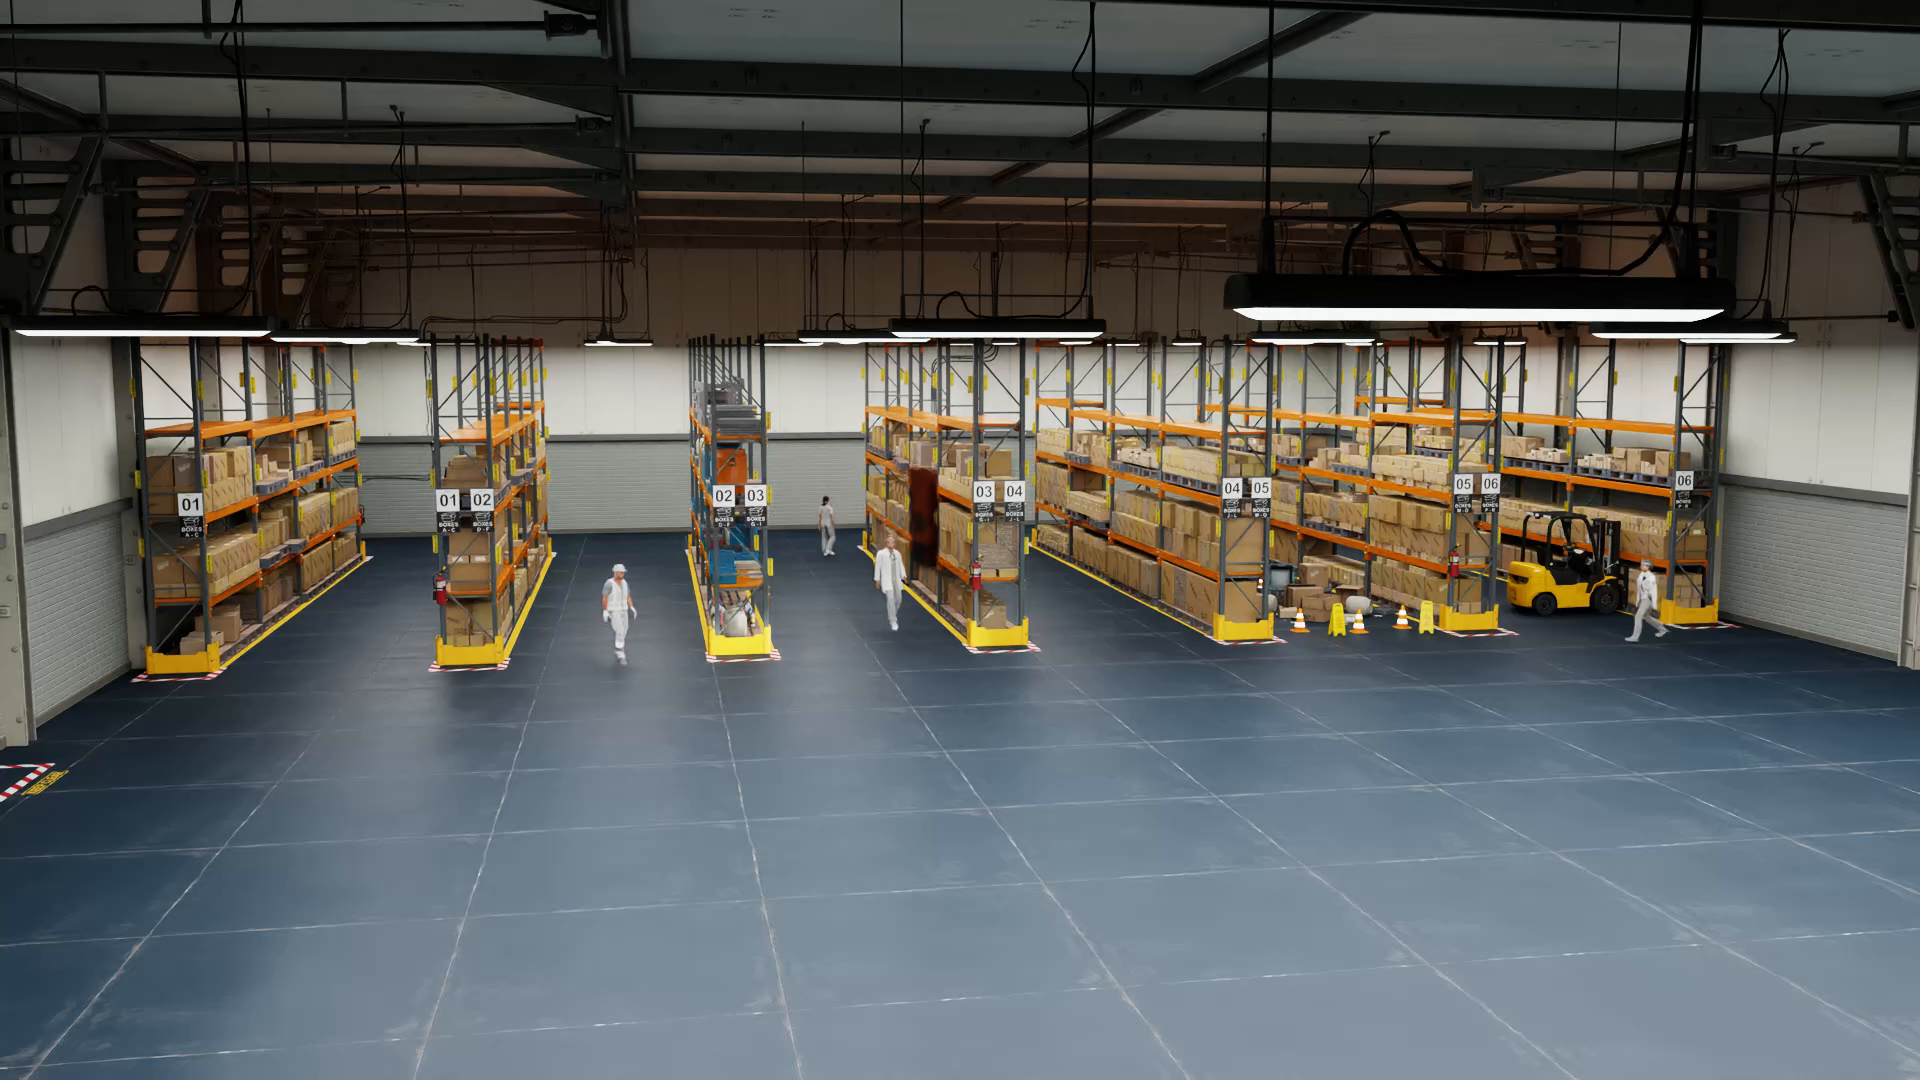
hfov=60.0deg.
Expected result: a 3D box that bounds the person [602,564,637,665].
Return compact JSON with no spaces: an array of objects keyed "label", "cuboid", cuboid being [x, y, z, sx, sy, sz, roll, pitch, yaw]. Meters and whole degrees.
[{"label":"person","cuboid":[-6.215,1.364,30.518,0.586,1.837,0.565,5,8,37]}]

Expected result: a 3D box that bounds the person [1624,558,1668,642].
[{"label":"person","cuboid":[13.485,1.169,32.574,0.970,1.638,0.486,-1,7,-8]}]

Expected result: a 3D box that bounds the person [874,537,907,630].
[{"label":"person","cuboid":[-1.338,0.858,33.390,0.617,1.812,0.745,-4,8,-34]}]

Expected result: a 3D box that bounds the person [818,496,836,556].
[{"label":"person","cuboid":[-3.714,-0.389,46.179,0.498,1.669,0.502,2,7,20]}]
